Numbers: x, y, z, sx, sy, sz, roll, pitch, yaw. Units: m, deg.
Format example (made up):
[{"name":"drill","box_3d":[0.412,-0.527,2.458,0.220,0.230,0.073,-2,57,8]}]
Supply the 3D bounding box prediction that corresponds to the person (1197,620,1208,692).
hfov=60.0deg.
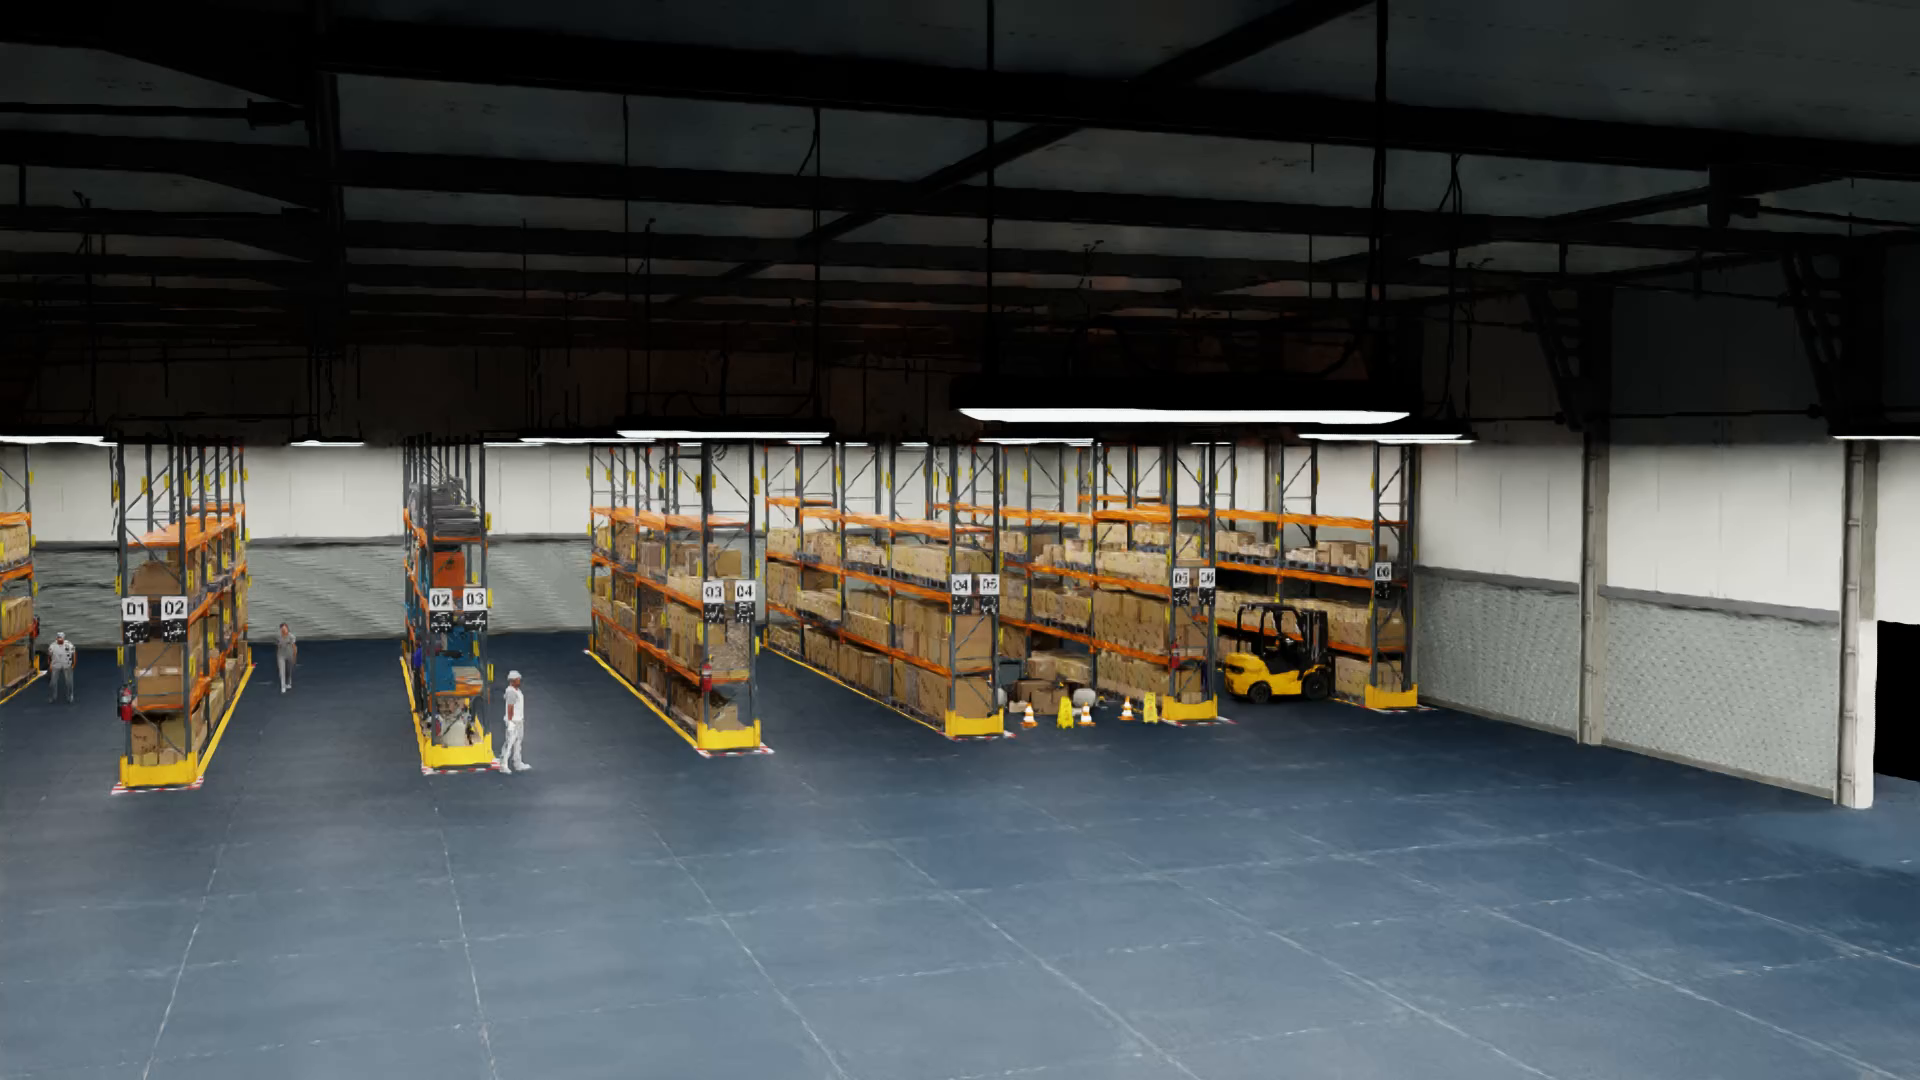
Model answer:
[{"name":"person","box_3d":[5.704,2.720,39.198,0.468,1.652,0.523,0,3,4]}]

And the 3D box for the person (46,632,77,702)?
[{"name":"person","box_3d":[-20.206,2.852,37.406,0.625,1.611,0.582,-1,3,-23]}]

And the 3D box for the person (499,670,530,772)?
[{"name":"person","box_3d":[-7.908,3.204,29.445,0.491,1.782,0.695,0,3,-9]}]

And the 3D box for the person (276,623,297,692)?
[{"name":"person","box_3d":[-15.835,2.745,39.096,0.453,1.610,1.019,-1,3,-21]}]

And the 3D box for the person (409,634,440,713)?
[{"name":"person","box_3d":[-11.163,2.780,34.621,0.561,1.642,0.626,-2,4,-34]}]
